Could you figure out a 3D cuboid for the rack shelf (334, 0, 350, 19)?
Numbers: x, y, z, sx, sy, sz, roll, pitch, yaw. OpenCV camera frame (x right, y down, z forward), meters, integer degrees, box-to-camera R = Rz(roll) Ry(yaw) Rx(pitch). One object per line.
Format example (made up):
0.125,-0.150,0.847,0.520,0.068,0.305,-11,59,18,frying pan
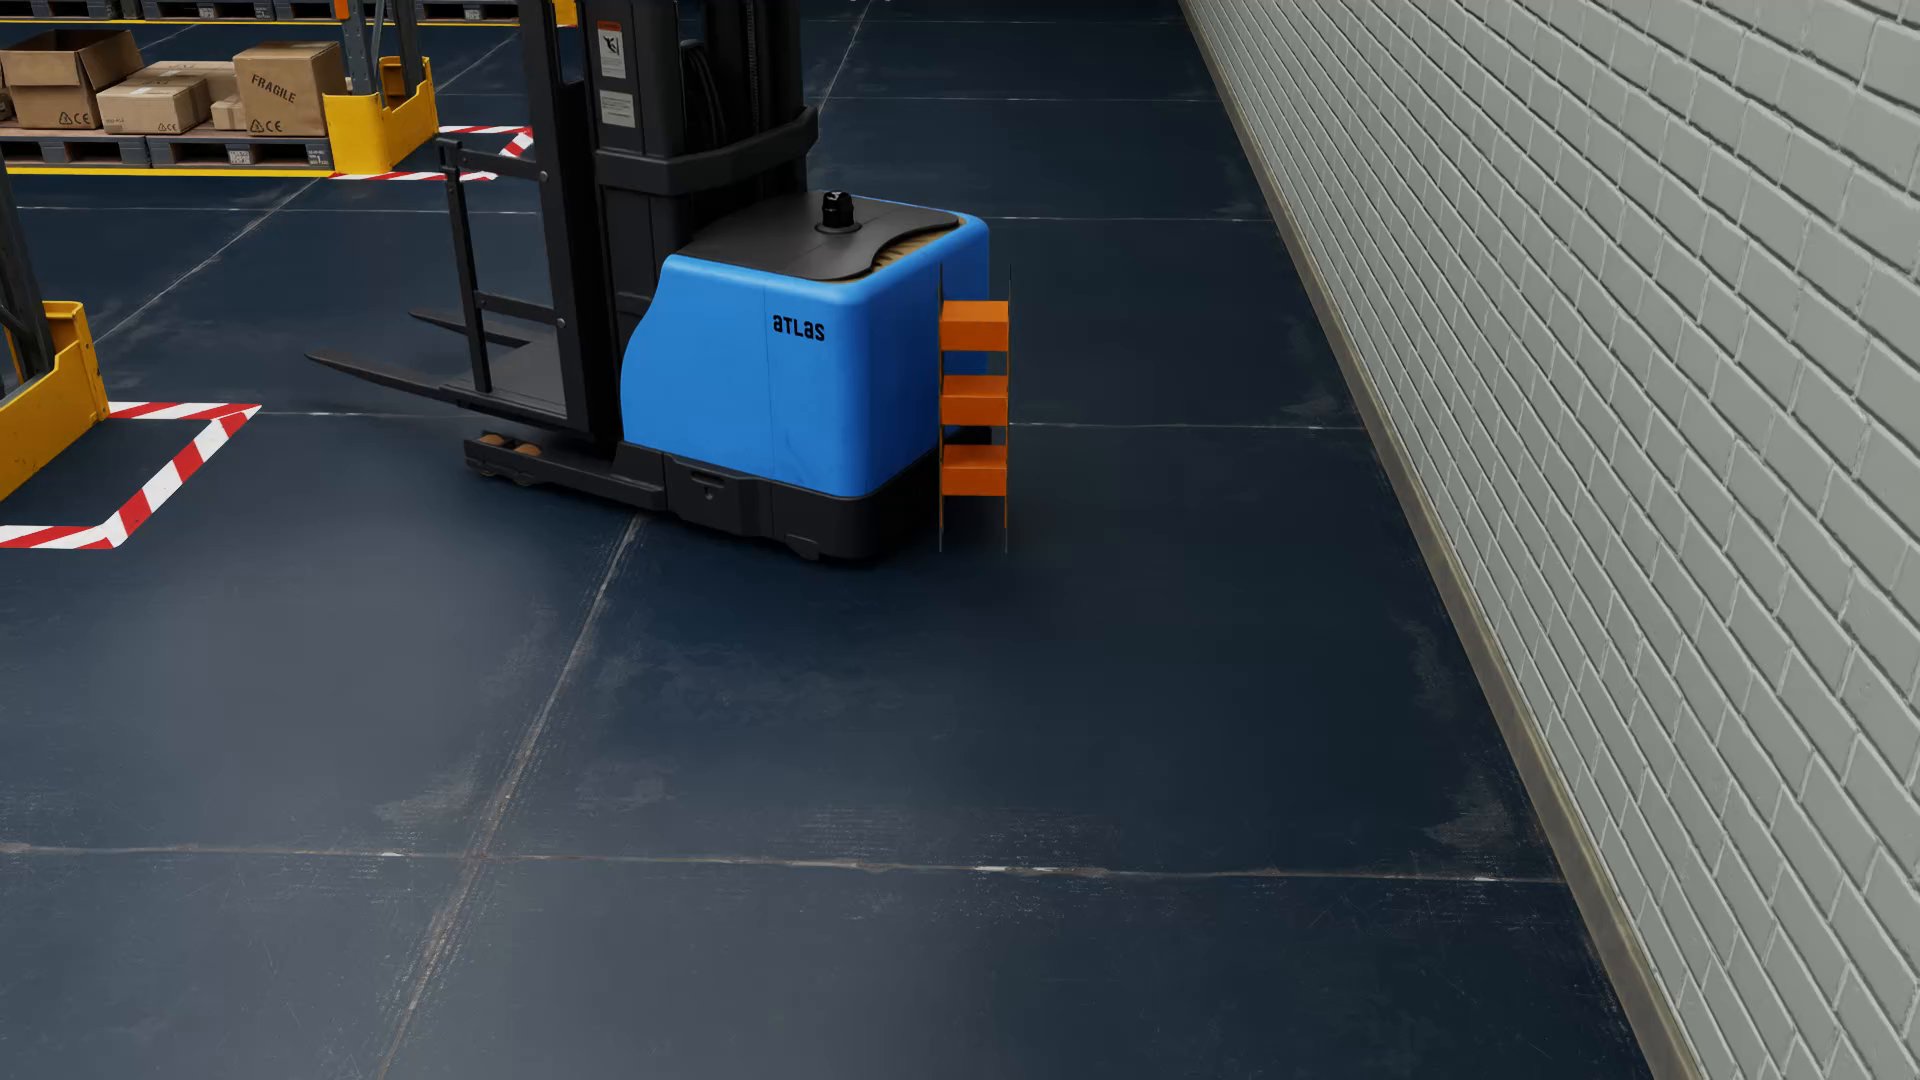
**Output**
-5.759,-3.658,10.716,4.000,0.370,1.077,1,28,2,rack shelf

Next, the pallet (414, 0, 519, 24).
-4.391,-5.006,15.468,1.213,0.211,1.003,1,28,2,pallet

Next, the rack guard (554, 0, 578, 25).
-3.565,-5.157,15.444,0.348,0.500,1.175,1,28,2,rack guard

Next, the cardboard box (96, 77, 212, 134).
-5.260,-2.846,10.881,0.500,0.250,0.500,1,28,2,cardboard box

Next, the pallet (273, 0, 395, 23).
-5.607,-5.027,15.508,1.213,0.211,1.003,1,28,2,pallet

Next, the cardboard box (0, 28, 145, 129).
-5.880,-3.072,11.037,0.637,0.503,0.797,1,28,2,cardboard box

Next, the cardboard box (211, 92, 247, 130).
-4.714,-2.828,10.937,0.250,0.166,0.380,1,28,2,cardboard box

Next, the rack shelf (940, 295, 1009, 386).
0.053,-0.704,5.874,0.240,0.259,0.215,1,28,2,rack shelf

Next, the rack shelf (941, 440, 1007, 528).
0.053,-0.208,6.138,0.240,0.259,0.215,1,28,2,rack shelf

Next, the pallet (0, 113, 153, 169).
-5.849,-2.746,11.205,1.213,0.211,1.003,1,28,2,pallet

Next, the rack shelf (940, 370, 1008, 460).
0.053,-0.454,6.007,0.240,0.259,0.215,1,28,2,rack shelf

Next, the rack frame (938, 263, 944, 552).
-0.068,-0.465,6.006,0.008,1.050,0.200,1,28,2,rack frame

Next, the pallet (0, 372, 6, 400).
-4.761,-0.424,6.824,1.213,0.211,1.003,1,28,2,pallet

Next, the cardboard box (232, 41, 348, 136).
-4.312,-2.926,10.767,0.500,0.500,0.500,1,28,2,cardboard box

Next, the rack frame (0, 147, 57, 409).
-3.939,-1.624,6.111,0.127,3.000,1.000,1,28,2,rack frame

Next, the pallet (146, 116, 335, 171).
-4.633,-2.724,11.164,1.213,0.211,1.003,1,28,2,pallet

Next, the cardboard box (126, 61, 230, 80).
-5.293,-3.080,11.324,0.500,0.250,0.500,1,28,2,cardboard box

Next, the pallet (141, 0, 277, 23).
-6.829,-5.046,15.544,1.213,0.211,1.003,1,28,2,pallet

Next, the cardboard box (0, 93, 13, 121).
-6.481,-2.833,10.948,0.250,0.166,0.380,1,28,2,cardboard box

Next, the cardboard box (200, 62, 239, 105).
-4.793,-3.072,11.309,0.500,0.250,0.500,1,28,2,cardboard box

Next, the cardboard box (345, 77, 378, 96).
-4.166,-3.045,11.366,0.250,0.149,0.380,1,28,2,cardboard box

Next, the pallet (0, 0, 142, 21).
-8.360,-5.073,15.594,1.213,0.211,1.003,1,28,2,pallet

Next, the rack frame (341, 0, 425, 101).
-3.760,-3.943,10.485,0.127,3.000,1.000,1,28,2,rack frame

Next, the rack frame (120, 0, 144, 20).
-7.586,-6.327,14.984,0.127,3.000,1.000,1,28,2,rack frame

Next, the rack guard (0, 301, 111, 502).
-3.914,-0.525,6.707,0.348,0.500,1.175,1,28,2,rack guard

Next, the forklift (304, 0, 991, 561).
-1.413,-1.707,6.341,3.031,2.935,1.130,15,31,26,forklift

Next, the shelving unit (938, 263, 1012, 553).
0.053,-0.463,6.002,0.252,1.050,0.215,1,28,2,shelving unit

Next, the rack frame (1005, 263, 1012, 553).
0.175,-0.461,5.999,0.008,1.050,0.200,1,28,2,rack frame

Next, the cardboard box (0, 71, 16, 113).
-6.429,-3.126,11.346,0.500,0.311,0.500,1,28,2,cardboard box

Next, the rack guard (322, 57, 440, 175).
-3.836,-2.839,11.073,0.348,0.500,1.175,1,28,2,rack guard
